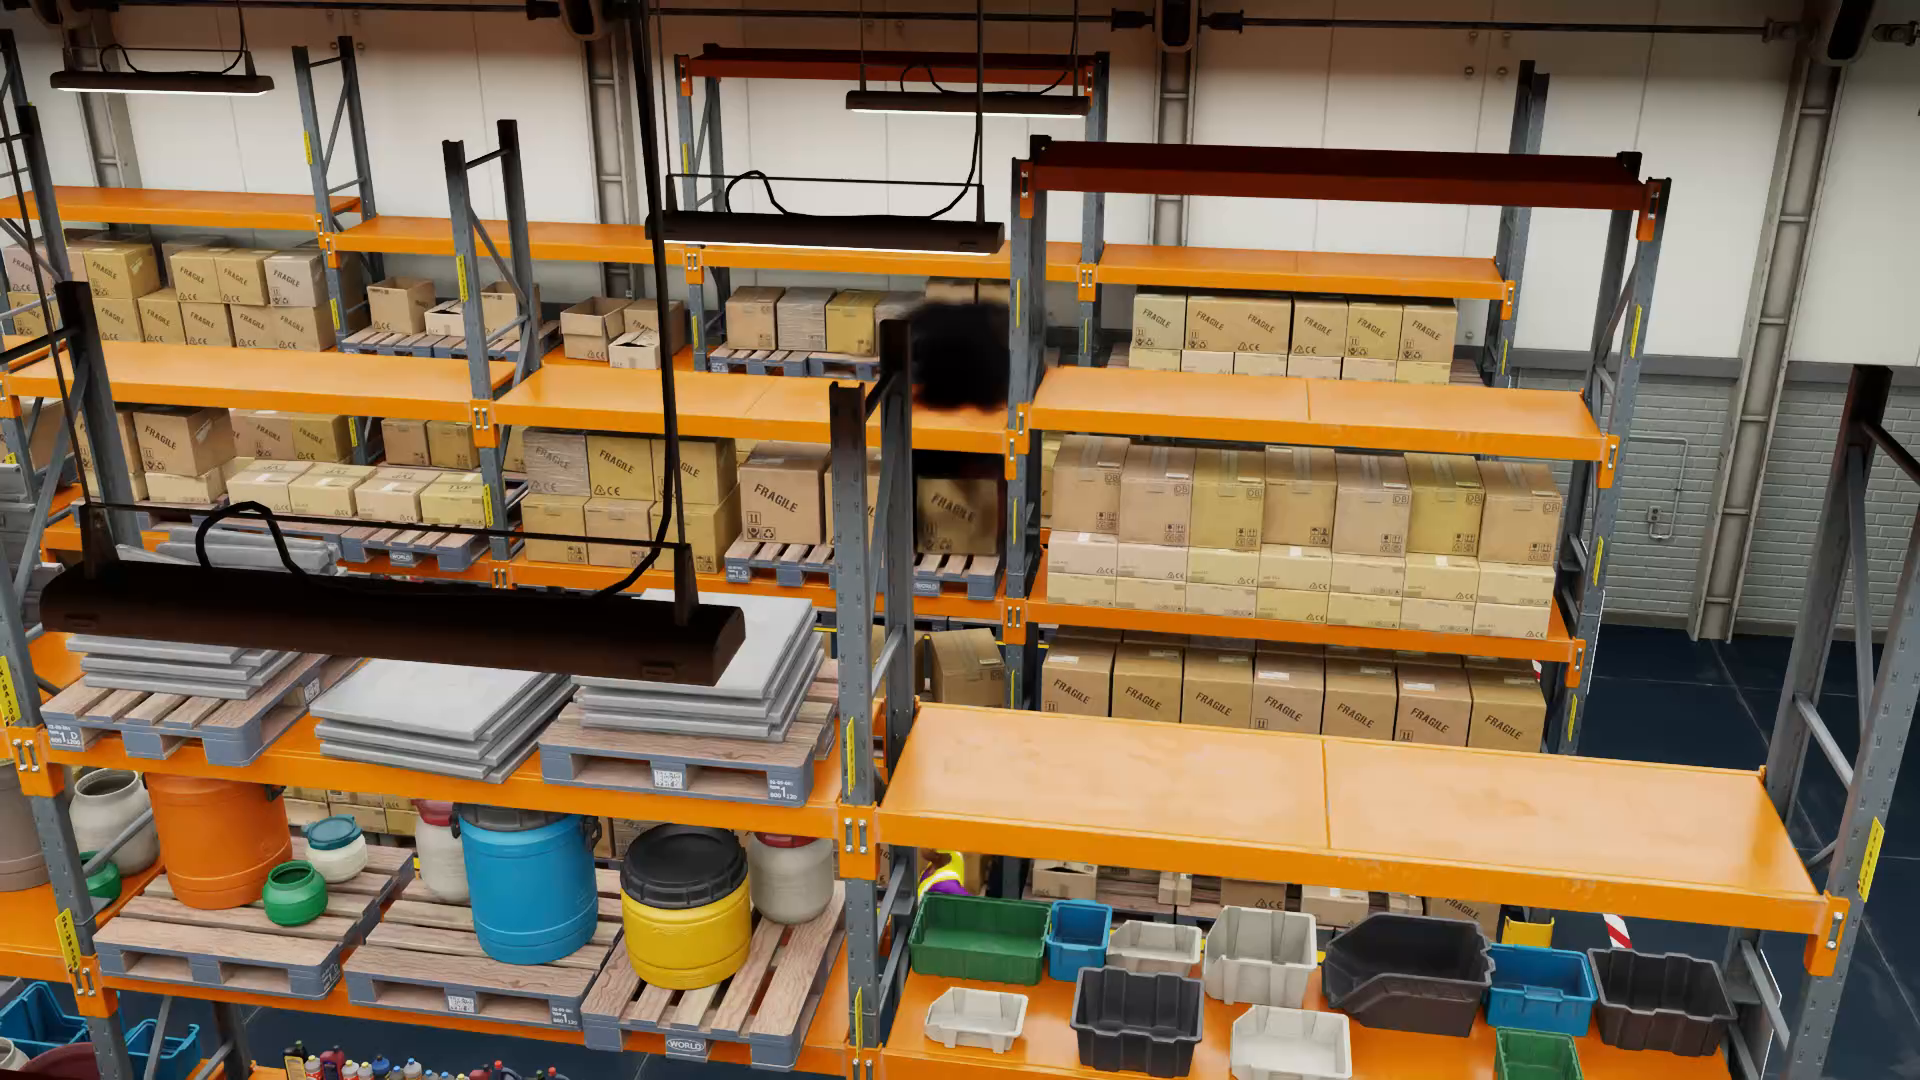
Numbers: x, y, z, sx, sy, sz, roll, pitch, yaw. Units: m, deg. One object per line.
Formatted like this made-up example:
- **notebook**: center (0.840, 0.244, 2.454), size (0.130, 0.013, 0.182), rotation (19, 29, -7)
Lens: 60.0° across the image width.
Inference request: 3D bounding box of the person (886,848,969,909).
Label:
- **person**: center (-0.101, 2.775, 11.557), size (0.860, 1.821, 0.685), rotation (3, 23, 8)

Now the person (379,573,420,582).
- **person**: center (-5.623, 0.654, 16.690), size (0.812, 1.737, 0.681), rotation (-17, 28, -35)
